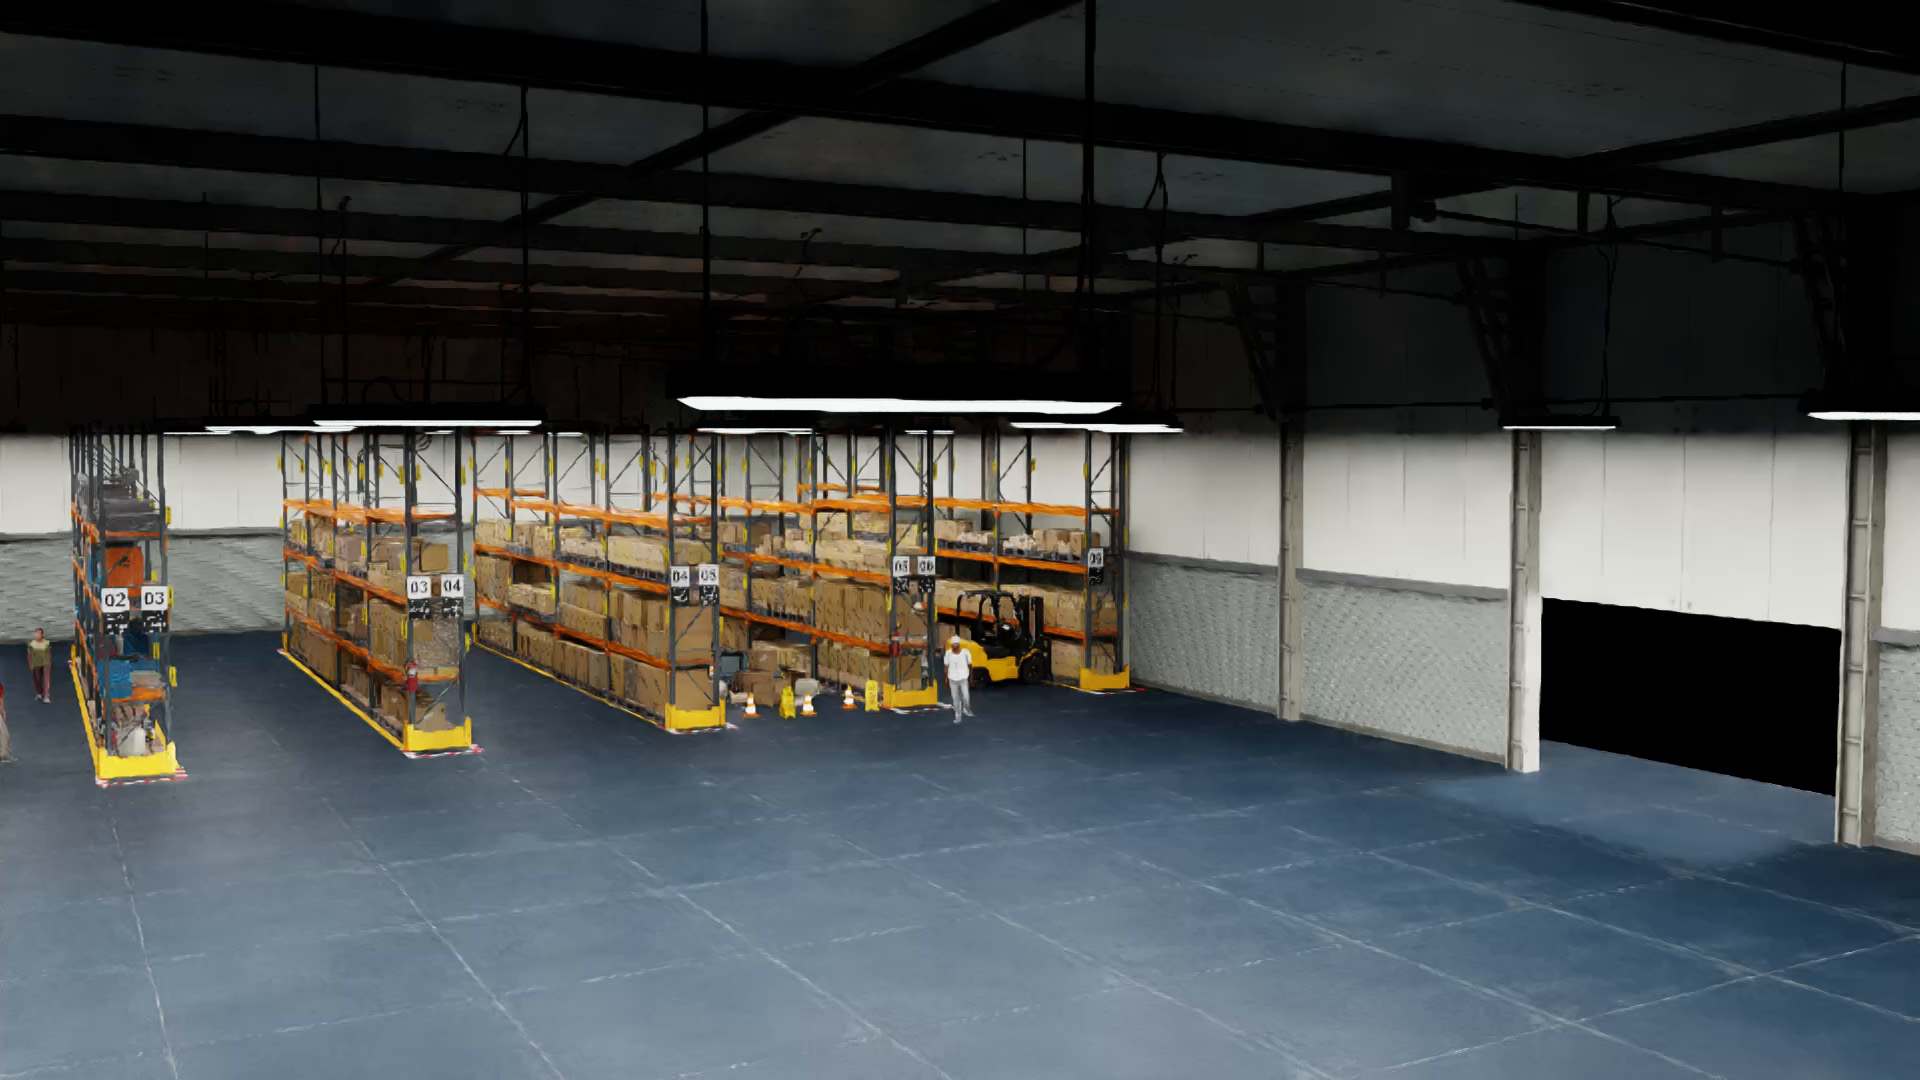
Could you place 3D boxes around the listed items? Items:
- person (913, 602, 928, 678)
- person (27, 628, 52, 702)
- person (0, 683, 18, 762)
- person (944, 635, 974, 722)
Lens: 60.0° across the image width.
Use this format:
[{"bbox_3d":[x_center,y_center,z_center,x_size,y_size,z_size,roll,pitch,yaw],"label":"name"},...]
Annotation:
[{"bbox_3d":[-1.024,2.367,39.612,0.577,1.785,0.655,0,4,1],"label":"person"},{"bbox_3d":[-19.914,2.688,35.975,0.448,1.590,1.109,-2,4,-27],"label":"person"},{"bbox_3d":[-17.046,3.128,29.161,0.860,1.558,0.691,3,5,43],"label":"person"},{"bbox_3d":[-0.022,2.781,33.478,0.605,1.761,0.577,1,4,10],"label":"person"}]
